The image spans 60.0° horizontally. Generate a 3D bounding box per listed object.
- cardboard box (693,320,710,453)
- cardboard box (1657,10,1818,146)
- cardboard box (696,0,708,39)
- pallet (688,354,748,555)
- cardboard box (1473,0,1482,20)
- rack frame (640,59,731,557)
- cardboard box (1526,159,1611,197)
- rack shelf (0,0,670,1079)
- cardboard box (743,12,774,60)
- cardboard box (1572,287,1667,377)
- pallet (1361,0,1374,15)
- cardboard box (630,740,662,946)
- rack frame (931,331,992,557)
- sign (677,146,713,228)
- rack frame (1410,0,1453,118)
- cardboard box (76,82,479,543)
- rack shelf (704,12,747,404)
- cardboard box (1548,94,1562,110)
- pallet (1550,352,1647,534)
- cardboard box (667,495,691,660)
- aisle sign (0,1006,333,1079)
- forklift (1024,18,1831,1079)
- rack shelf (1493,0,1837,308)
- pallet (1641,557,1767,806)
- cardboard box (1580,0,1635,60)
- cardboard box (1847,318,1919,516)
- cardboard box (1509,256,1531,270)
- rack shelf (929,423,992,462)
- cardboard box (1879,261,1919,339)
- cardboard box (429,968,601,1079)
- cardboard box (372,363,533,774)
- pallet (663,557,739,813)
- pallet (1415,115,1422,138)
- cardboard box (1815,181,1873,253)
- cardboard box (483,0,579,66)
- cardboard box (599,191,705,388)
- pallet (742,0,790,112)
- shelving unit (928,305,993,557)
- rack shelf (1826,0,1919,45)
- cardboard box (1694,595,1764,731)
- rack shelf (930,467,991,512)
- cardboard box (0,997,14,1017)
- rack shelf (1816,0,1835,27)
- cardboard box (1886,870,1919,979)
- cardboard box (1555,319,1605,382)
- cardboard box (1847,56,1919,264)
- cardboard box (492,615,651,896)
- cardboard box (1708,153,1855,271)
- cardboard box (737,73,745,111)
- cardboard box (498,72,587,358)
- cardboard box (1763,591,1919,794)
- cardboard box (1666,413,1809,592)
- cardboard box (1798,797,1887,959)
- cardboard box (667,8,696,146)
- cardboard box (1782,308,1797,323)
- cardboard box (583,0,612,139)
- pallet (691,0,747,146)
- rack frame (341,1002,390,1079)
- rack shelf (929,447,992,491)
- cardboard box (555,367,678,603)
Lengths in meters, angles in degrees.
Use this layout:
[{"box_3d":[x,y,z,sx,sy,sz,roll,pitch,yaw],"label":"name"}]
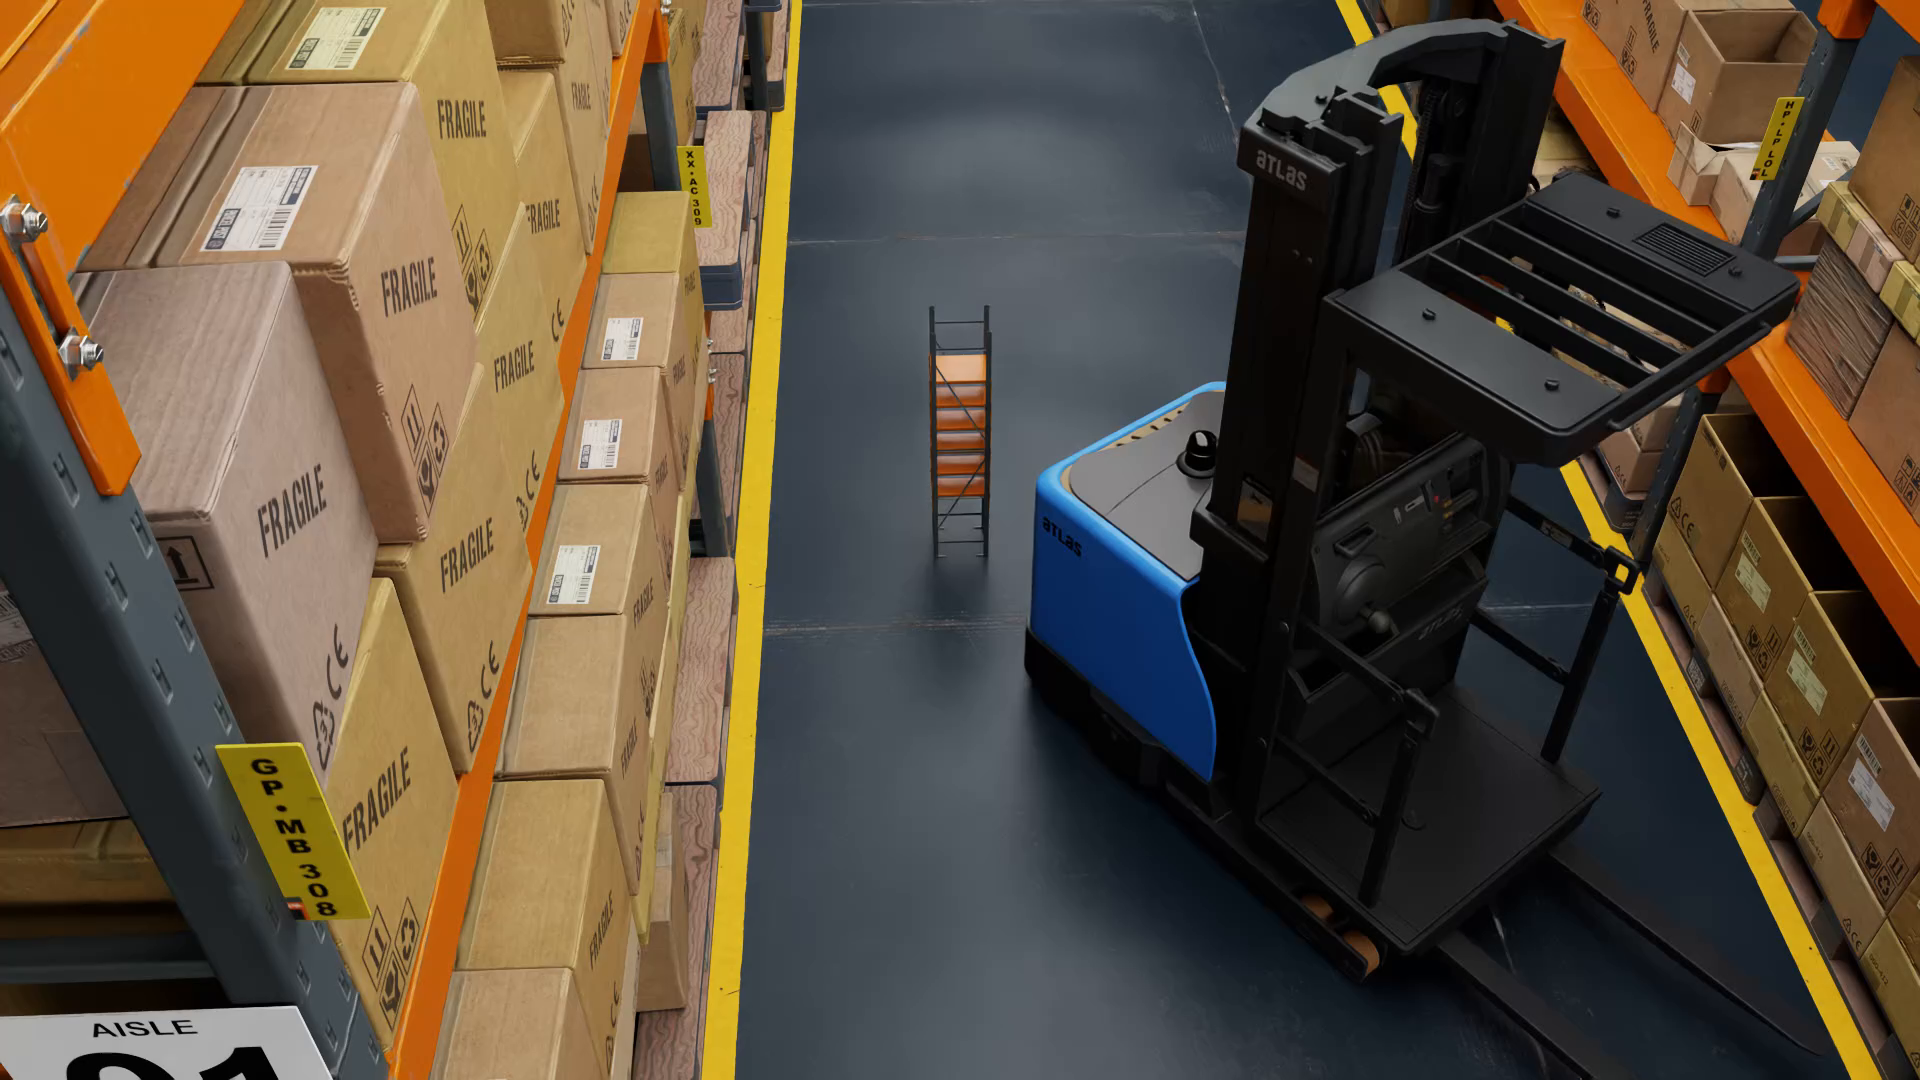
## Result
[{"box_3d":[-1.163,-0.552,5.878,0.500,0.250,0.500,-2,43,-2],"label":"cardboard box"},{"box_3d":[3.424,-1.967,7.252,0.500,0.500,0.500,1,43,1],"label":"cardboard box"},{"box_3d":[-1.551,-2.653,7.675,0.700,0.500,0.500,-2,43,-2],"label":"cardboard box"},{"box_3d":[-1.521,-0.409,7.690,1.003,0.211,1.213,-2,43,-2],"label":"pallet"},{"box_3d":[3.531,-3.666,10.703,0.500,0.500,0.500,-3,43,-3],"label":"cardboard box"},{"box_3d":[-1.486,-0.911,6.174,1.000,3.000,0.127,-2,43,-2],"label":"rack frame"},{"box_3d":[3.094,-1.696,8.340,0.500,0.311,0.500,-2,43,-2],"label":"cardboard box"},{"box_3d":[-1.401,-0.402,3.930,1.077,0.370,4.000,-2,43,-2],"label":"rack shelf"},{"box_3d":[-1.556,-3.474,10.250,0.750,0.750,0.750,-2,43,-2],"label":"cardboard box"},{"box_3d":[3.131,-1.020,7.602,0.500,0.311,0.500,-1,43,-1],"label":"cardboard box"},{"box_3d":[3.250,-4.055,11.667,1.003,0.211,1.213,-2,43,-2],"label":"pallet"},{"box_3d":[-1.072,0.804,4.399,0.500,0.250,0.500,-2,43,-2],"label":"cardboard box"},{"box_3d":[0.005,-0.371,6.916,0.240,1.200,0.006,-2,43,-2],"label":"rack frame"},{"box_3d":[-0.944,-1.251,5.904,0.100,0.325,0.005,-2,43,-2],"label":"sign"},{"box_3d":[3.293,-3.756,9.278,1.000,3.000,0.127,-2,43,-2],"label":"rack frame"},{"box_3d":[-1.061,-0.337,2.498,0.500,0.500,0.500,-2,43,-2],"label":"cardboard box"},{"box_3d":[-1.571,-1.996,7.890,1.077,0.370,4.000,-2,43,-2],"label":"rack shelf"},{"box_3d":[3.053,-2.388,9.094,0.500,0.311,0.500,-3,43,-3],"label":"cardboard box"},{"box_3d":[3.393,-0.524,7.815,1.003,0.211,1.213,-2,43,-2],"label":"pallet"},{"box_3d":[-1.114,0.123,5.141,0.500,0.250,0.500,-2,43,-2],"label":"cardboard box"},{"box_3d":[-1.014,0.871,2.306,0.394,0.787,0.004,-2,43,-2],"label":"aisle sign"},{"box_3d":[1.576,0.044,5.182,1.130,2.935,3.031,-29,50,-28],"label":"forklift"},{"box_3d":[3.378,-2.141,8.048,1.077,0.370,4.000,-2,43,-2],"label":"rack shelf"},{"box_3d":[3.455,0.510,6.687,1.003,0.211,1.213,-2,43,-2],"label":"pallet"},{"box_3d":[3.381,-2.661,8.009,0.500,0.500,0.500,-4,43,-4],"label":"cardboard box"},{"box_3d":[3.517,-0.438,5.583,0.700,0.500,0.500,-2,43,-2],"label":"cardboard box"},{"box_3d":[3.094,-1.499,8.539,0.500,0.250,0.500,-1,43,-1],"label":"cardboard box"},{"box_3d":[0.001,-0.400,7.014,0.258,0.103,0.180,-2,43,-2],"label":"rack shelf"},{"box_3d":[3.304,-0.801,5.500,0.380,0.149,0.250,-3,43,-3],"label":"cardboard box"},{"box_3d":[-1.036,1.230,3.379,0.500,0.500,0.500,-2,43,-2],"label":"cardboard box"},{"box_3d":[-1.068,0.043,2.825,0.500,0.500,0.500,1,43,1],"label":"cardboard box"},{"box_3d":[-1.422,0.569,6.623,1.003,0.211,1.213,-2,43,-2],"label":"pallet"},{"box_3d":[3.289,-2.171,9.612,1.003,0.211,1.213,-2,43,-2],"label":"pallet"},{"box_3d":[3.281,-1.145,5.875,0.380,0.149,0.250,-2,43,-2],"label":"cardboard box"},{"box_3d":[-1.128,-1.377,3.634,0.500,0.500,0.500,-3,43,-3],"label":"cardboard box"},{"box_3d":[-1.157,-0.829,5.626,0.500,0.500,0.500,-2,43,-2],"label":"cardboard box"},{"box_3d":[-1.614,-3.118,10.645,1.003,0.211,1.213,-2,43,-2],"label":"pallet"},{"box_3d":[0.001,-0.433,6.984,0.258,1.200,0.189,-2,43,-2],"label":"shelving unit"},{"box_3d":[3.548,-0.546,4.088,1.077,0.370,4.000,-2,43,-2],"label":"rack shelf"},{"box_3d":[3.196,0.462,6.399,0.500,0.250,0.500,-2,43,-2],"label":"cardboard box"},{"box_3d":[0.001,-0.223,7.176,0.258,0.103,0.180,-2,43,-2],"label":"rack shelf"},{"box_3d":[-1.587,0.365,2.473,0.500,0.500,0.500,1,43,1],"label":"cardboard box"},{"box_3d":[3.378,-3.247,7.034,1.077,0.370,4.000,-2,43,-2],"label":"rack shelf"},{"box_3d":[3.256,1.199,5.041,0.500,0.500,0.500,-2,43,-2],"label":"cardboard box"},{"box_3d":[3.136,-0.810,7.788,0.500,0.250,0.500,-2,43,-2],"label":"cardboard box"},{"box_3d":[3.488,-1.272,5.533,0.700,0.500,0.500,-1,43,-2],"label":"cardboard box"},{"box_3d":[-1.063,0.547,4.124,0.500,0.500,0.500,-3,43,-3],"label":"cardboard box"},{"box_3d":[3.398,-1.332,6.744,0.500,0.250,0.500,1,43,1],"label":"cardboard box"},{"box_3d":[-1.573,-2.368,9.287,0.700,0.500,0.500,-1,43,-1],"label":"cardboard box"},{"box_3d":[-1.138,-0.669,3.601,0.500,0.500,0.500,1,43,1],"label":"cardboard box"},{"box_3d":[3.212,0.524,5.778,0.500,0.500,0.500,-2,43,-2],"label":"cardboard box"},{"box_3d":[3.170,-0.151,6.514,0.500,0.500,0.500,-2,43,-2],"label":"cardboard box"},{"box_3d":[3.239,1.137,5.663,0.500,0.250,0.500,-2,43,-2],"label":"cardboard box"},{"box_3d":[-1.490,-1.832,6.779,0.700,0.500,0.500,2,43,3],"label":"cardboard box"},{"box_3d":[3.678,-1.028,7.610,0.500,0.311,0.500,-2,43,-2],"label":"cardboard box"},{"box_3d":[-1.209,-1.386,4.383,0.500,0.500,0.500,-5,43,-5],"label":"cardboard box"},{"box_3d":[-1.531,-2.206,7.728,1.003,0.211,1.213,-2,43,-2],"label":"pallet"},{"box_3d":[-1.316,1.789,3.228,1.000,3.000,0.127,-2,43,-2],"label":"rack frame"},{"box_3d":[0.001,-0.311,7.095,0.258,0.103,0.180,-2,43,-2],"label":"rack shelf"},{"box_3d":[-1.120,-0.152,4.887,0.500,0.500,0.500,-3,43,-3],"label":"cardboard box"}]
